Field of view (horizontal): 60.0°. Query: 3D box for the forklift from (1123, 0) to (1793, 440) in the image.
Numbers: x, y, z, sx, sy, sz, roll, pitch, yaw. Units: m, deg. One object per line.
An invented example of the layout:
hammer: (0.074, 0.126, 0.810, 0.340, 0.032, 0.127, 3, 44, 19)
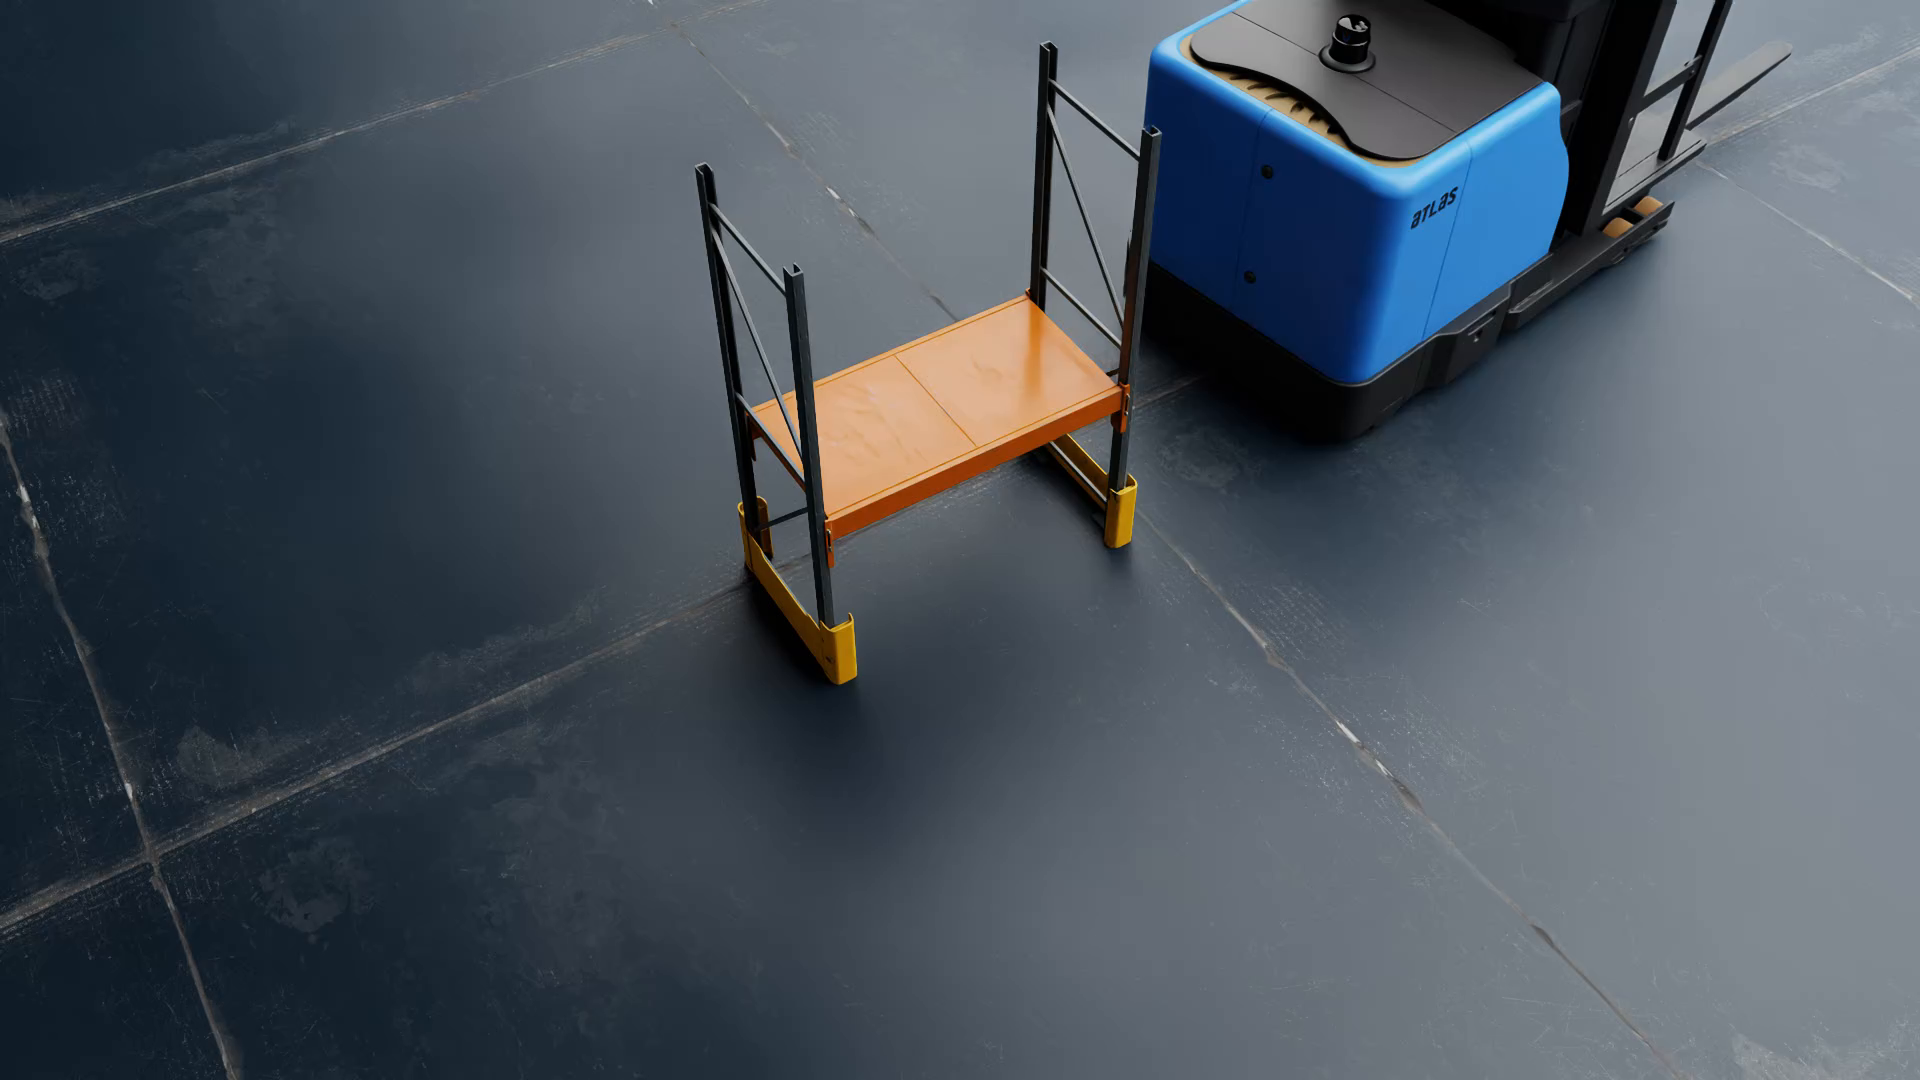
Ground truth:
forklift: (2.019, -2.263, 5.302, 3.031, 2.935, 1.130, -33, 56, -26)

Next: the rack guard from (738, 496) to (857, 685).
rack guard: (-0.486, 0.146, 4.953, 0.087, 0.250, 0.587, -25, 53, -21)

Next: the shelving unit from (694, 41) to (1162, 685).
shelving unit: (-0.064, -0.468, 4.663, 1.083, 1.500, 0.587, -25, 53, -21)

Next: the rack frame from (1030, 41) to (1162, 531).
rack frame: (0.358, -0.667, 4.840, 0.032, 1.500, 0.500, -25, 53, -21)

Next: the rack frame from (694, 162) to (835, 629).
rack frame: (-0.502, -0.262, 4.479, 0.032, 1.500, 0.500, -25, 53, -21)

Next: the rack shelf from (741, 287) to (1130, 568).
rack shelf: (-0.072, -0.345, 4.794, 1.000, 0.185, 0.538, -25, 53, -21)

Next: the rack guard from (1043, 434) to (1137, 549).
rack guard: (0.357, -0.251, 5.306, 0.087, 0.250, 0.587, -25, 53, -21)
